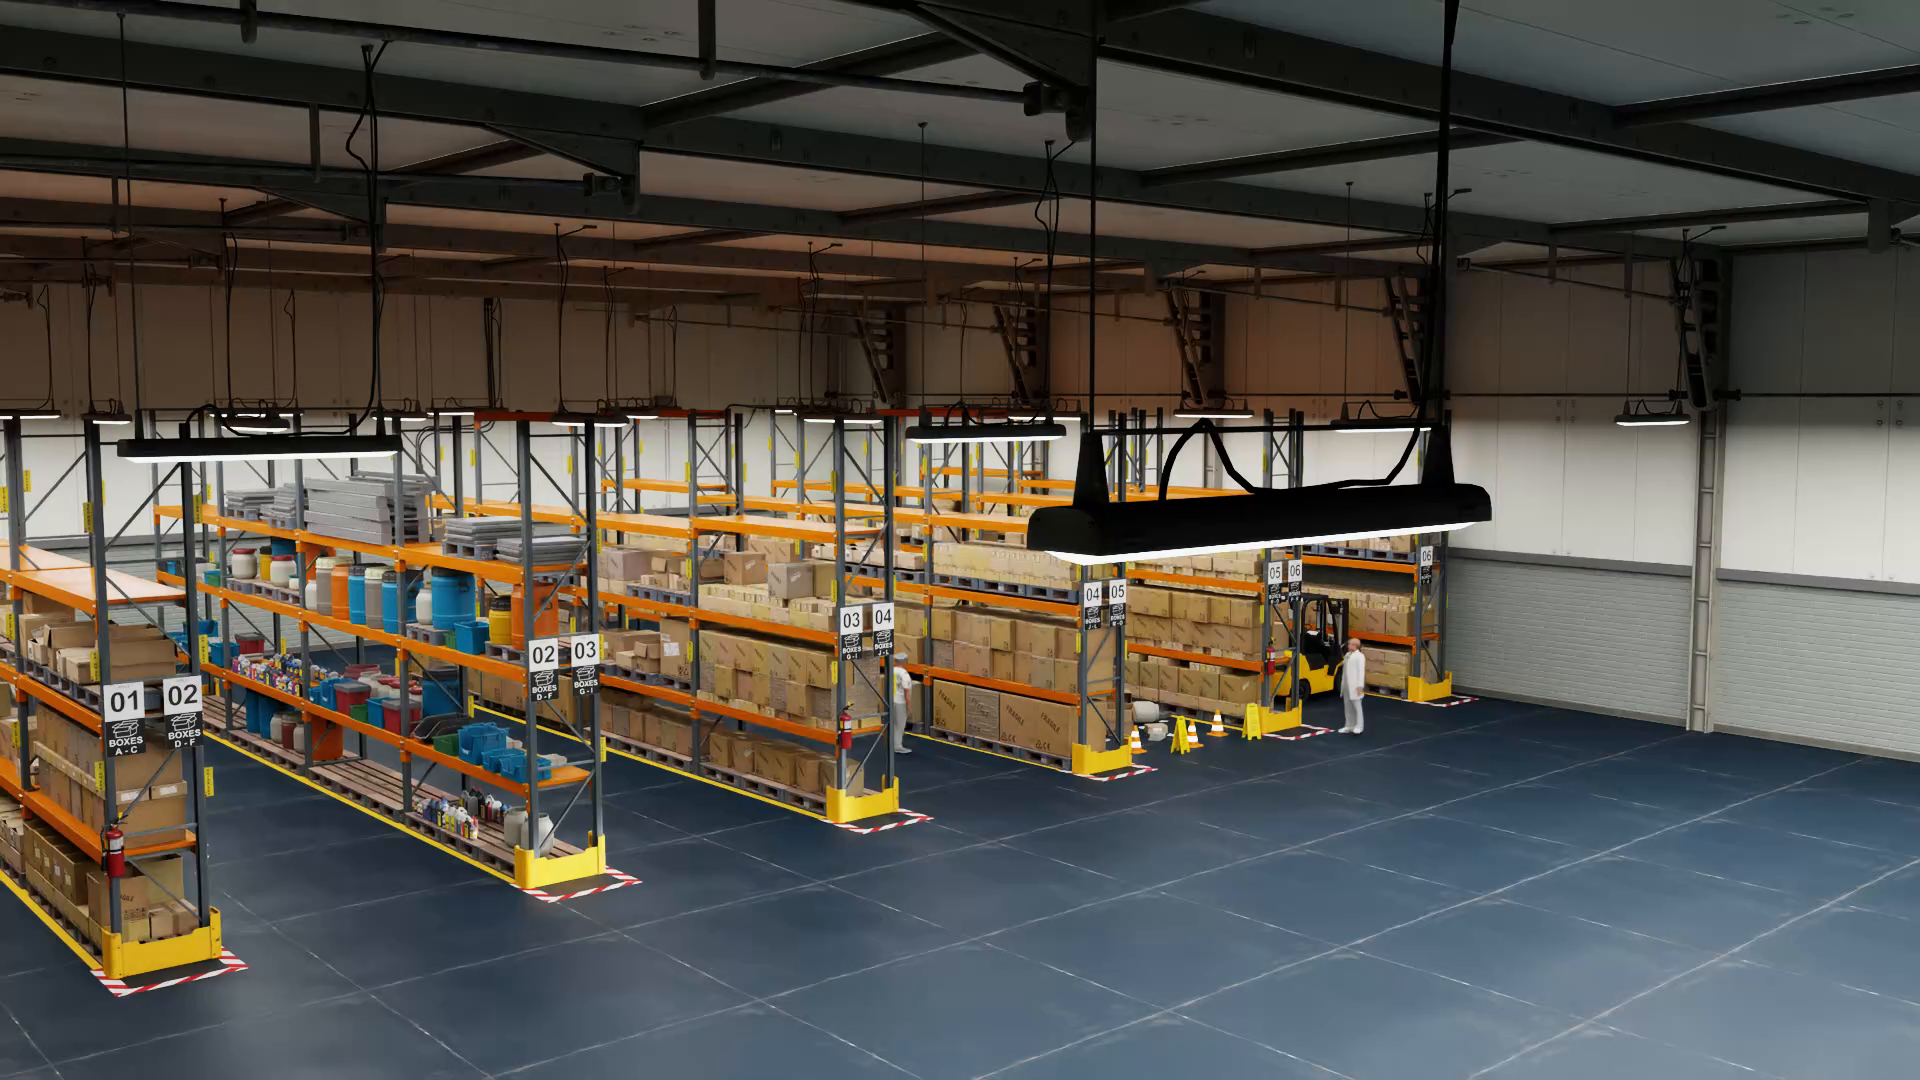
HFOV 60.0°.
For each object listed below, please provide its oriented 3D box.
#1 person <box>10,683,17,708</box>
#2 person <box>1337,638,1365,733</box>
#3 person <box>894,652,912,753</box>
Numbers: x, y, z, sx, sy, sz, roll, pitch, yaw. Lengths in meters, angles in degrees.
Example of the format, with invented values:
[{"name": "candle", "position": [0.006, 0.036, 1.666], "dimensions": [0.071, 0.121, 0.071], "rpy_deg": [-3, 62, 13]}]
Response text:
[{"name": "person", "position": [-16.772, 2.885, 29.839], "dimensions": [0.495, 1.678, 0.513], "rpy_deg": [1, 5, 11]}, {"name": "person", "position": [7.348, 2.727, 31.024], "dimensions": [0.456, 1.805, 0.666], "rpy_deg": [-3, 6, -30]}, {"name": "person", "position": [-1.068, 2.873, 29.346], "dimensions": [0.405, 1.771, 0.579], "rpy_deg": [-3, 6, -32]}]
